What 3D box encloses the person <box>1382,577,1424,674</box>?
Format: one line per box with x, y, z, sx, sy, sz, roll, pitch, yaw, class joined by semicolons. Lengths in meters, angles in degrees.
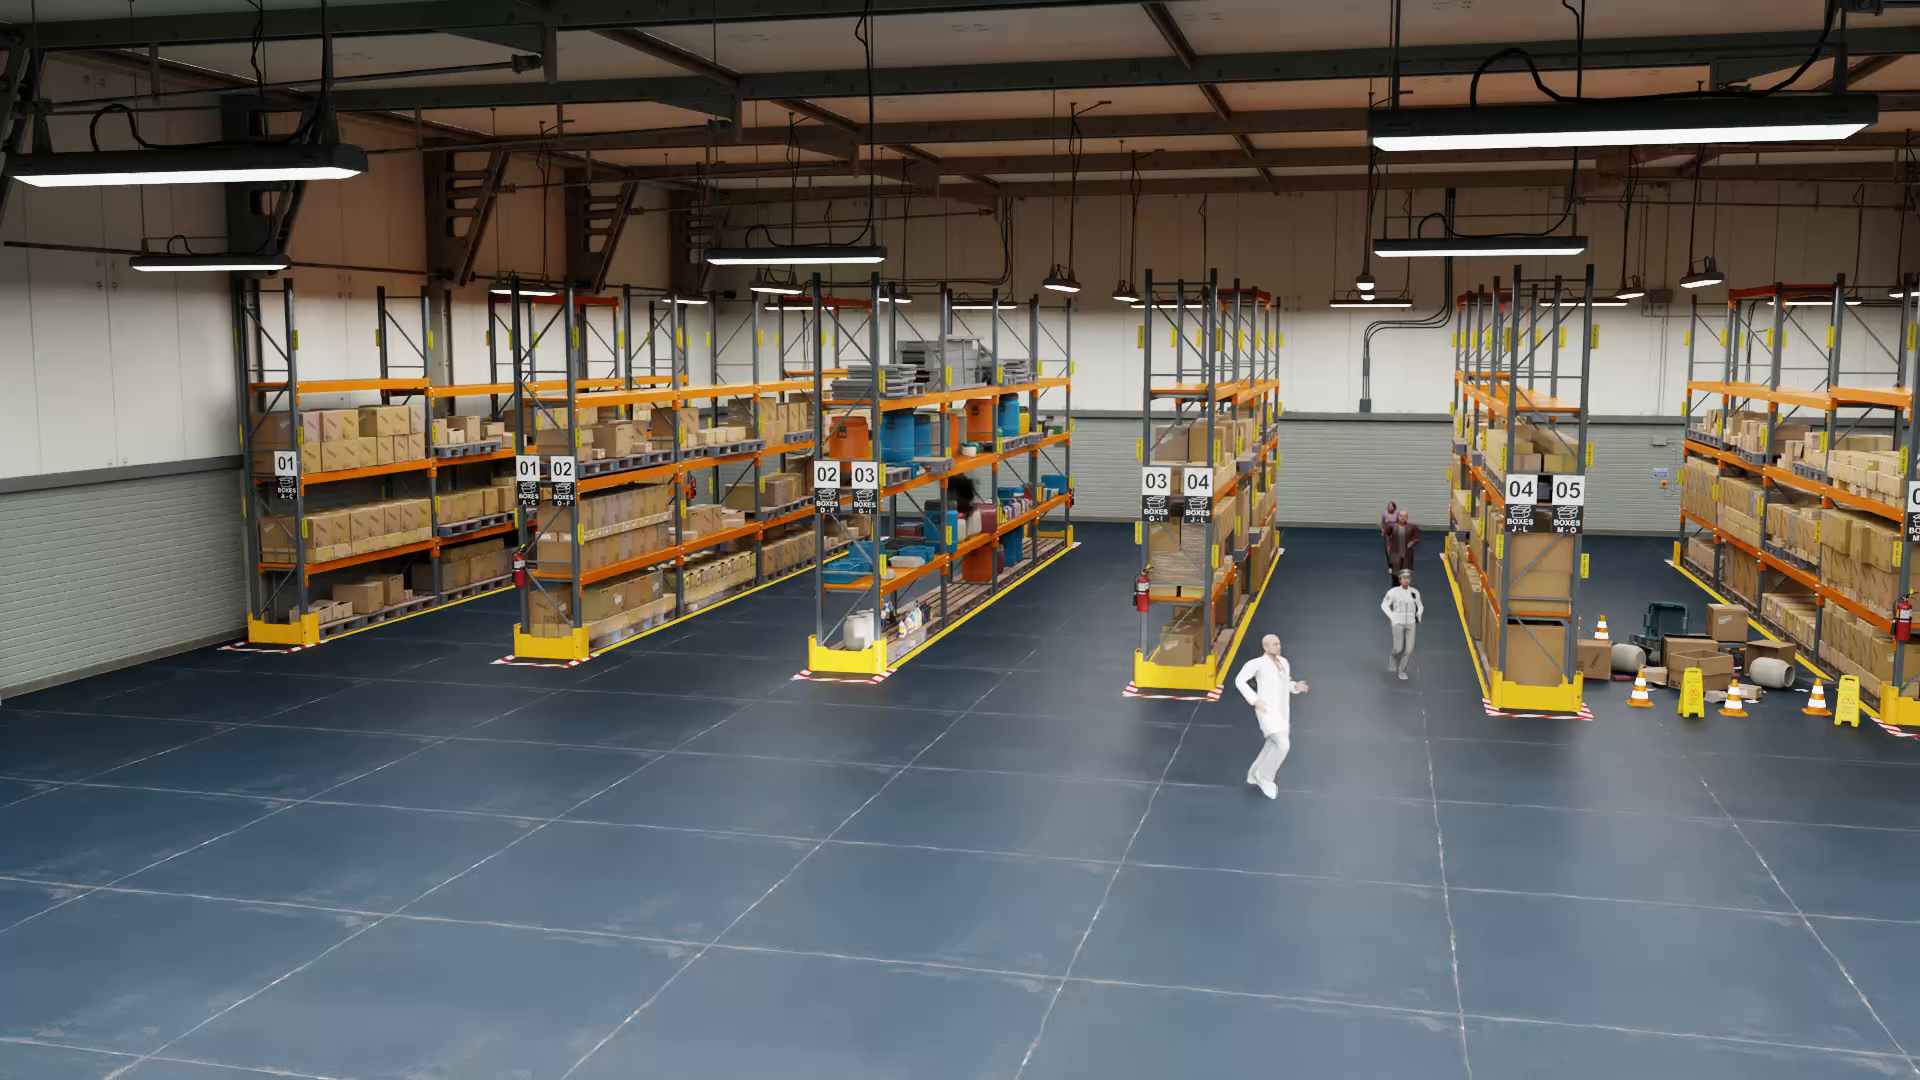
6.563;1.238;24.549;0.612;1.543;0.517;0;7;1;person

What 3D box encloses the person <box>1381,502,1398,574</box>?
9.262;-0.041;35.744;0.478;1.533;0.530;3;7;21;person

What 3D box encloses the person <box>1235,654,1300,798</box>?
3.423;2.043;18.375;0.685;1.601;0.628;-7;10;-44;person

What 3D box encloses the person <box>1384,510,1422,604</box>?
8.442;0.338;31.745;0.693;1.823;0.808;2;7;13;person
